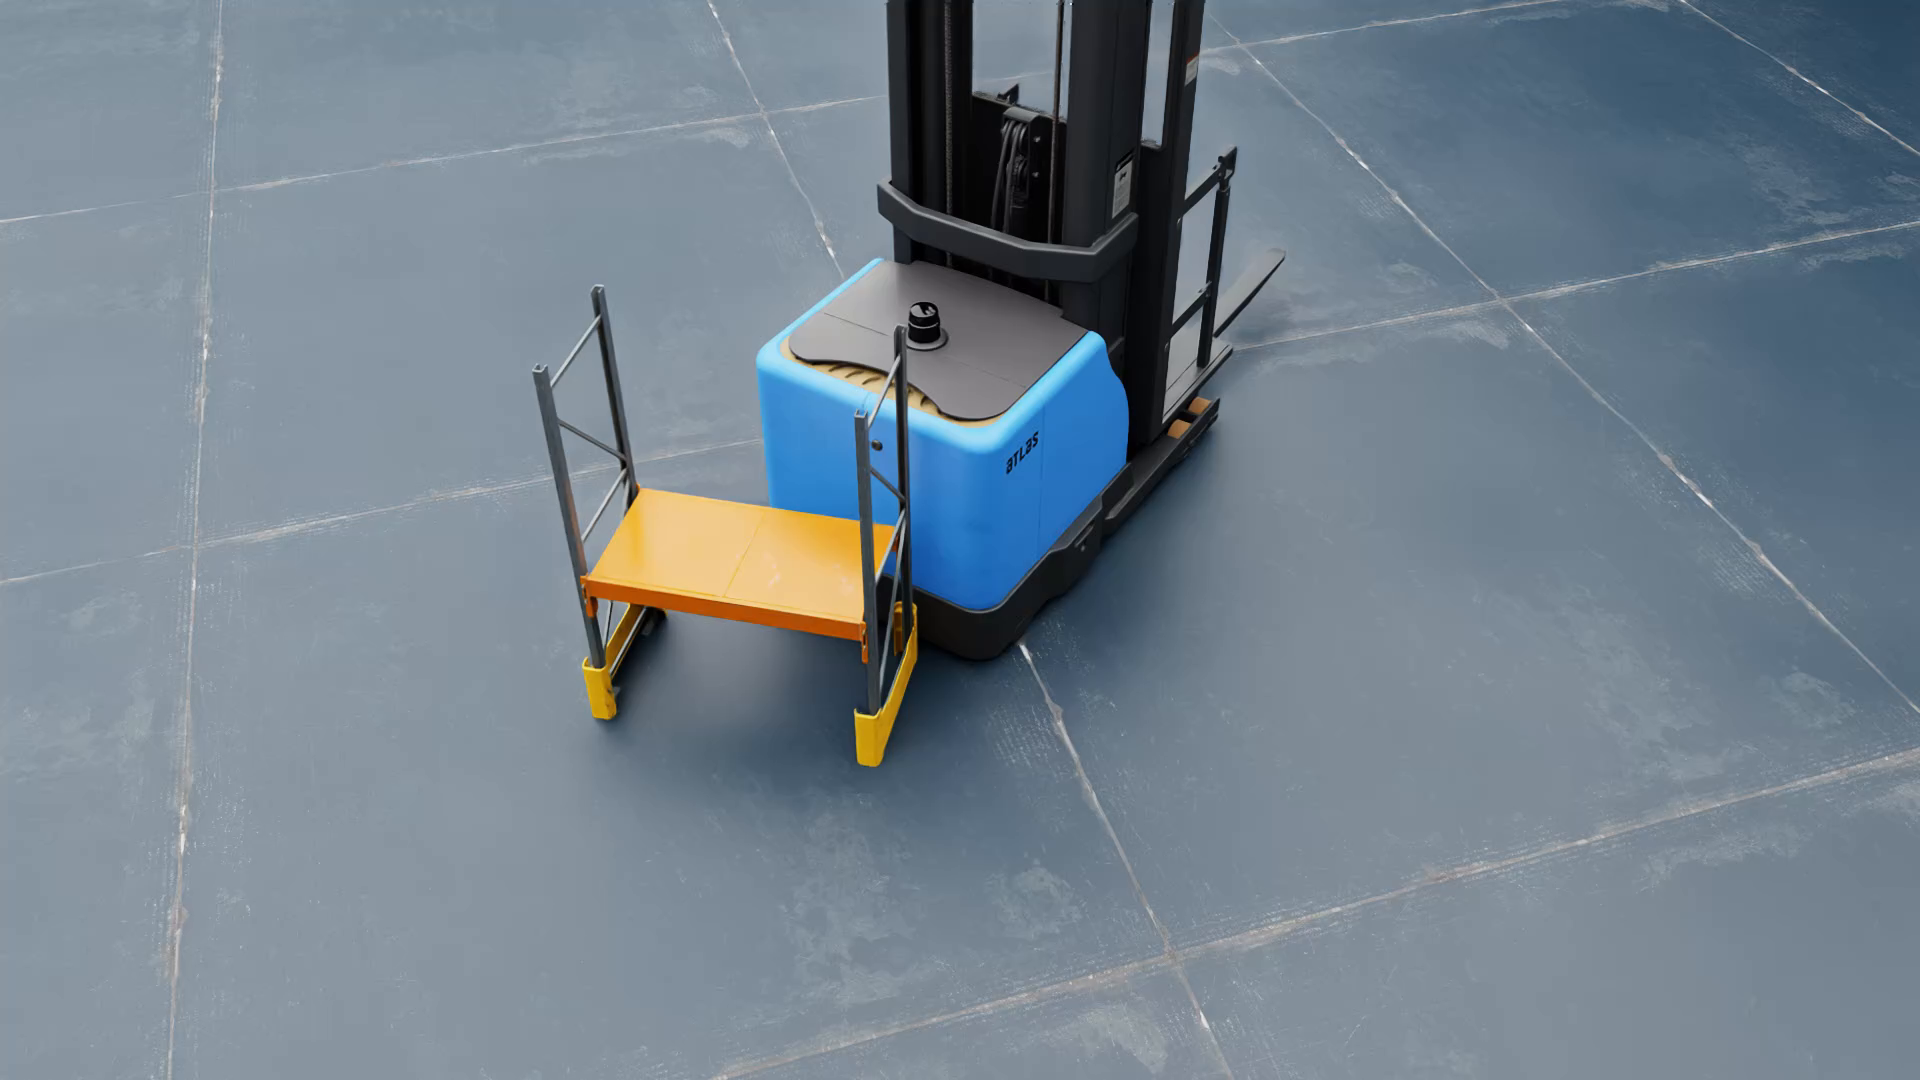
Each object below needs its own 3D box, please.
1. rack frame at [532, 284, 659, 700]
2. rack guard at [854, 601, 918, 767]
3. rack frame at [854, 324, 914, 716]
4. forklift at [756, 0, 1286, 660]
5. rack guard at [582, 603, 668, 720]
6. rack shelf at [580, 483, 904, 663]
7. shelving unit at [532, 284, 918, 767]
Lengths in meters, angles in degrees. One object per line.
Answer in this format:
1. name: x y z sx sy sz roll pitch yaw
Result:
1. rack frame: -1.231 -0.107 5.733 0.032 1.500 0.500 9 42 10
2. rack guard: -0.260 0.512 5.974 0.087 0.250 0.587 9 42 10
3. rack frame: -0.241 0.044 5.560 0.032 1.500 0.500 9 42 10
4. forklift: 0.473 -1.605 6.360 1.130 2.935 3.031 23 46 24
5. rack guard: -1.230 0.364 6.144 0.087 0.250 0.587 9 42 10
6. rack shelf: -0.736 0.104 5.764 1.000 0.185 0.538 9 42 10
7. shelving unit: -0.745 -0.033 5.648 1.083 1.500 0.587 9 42 10
